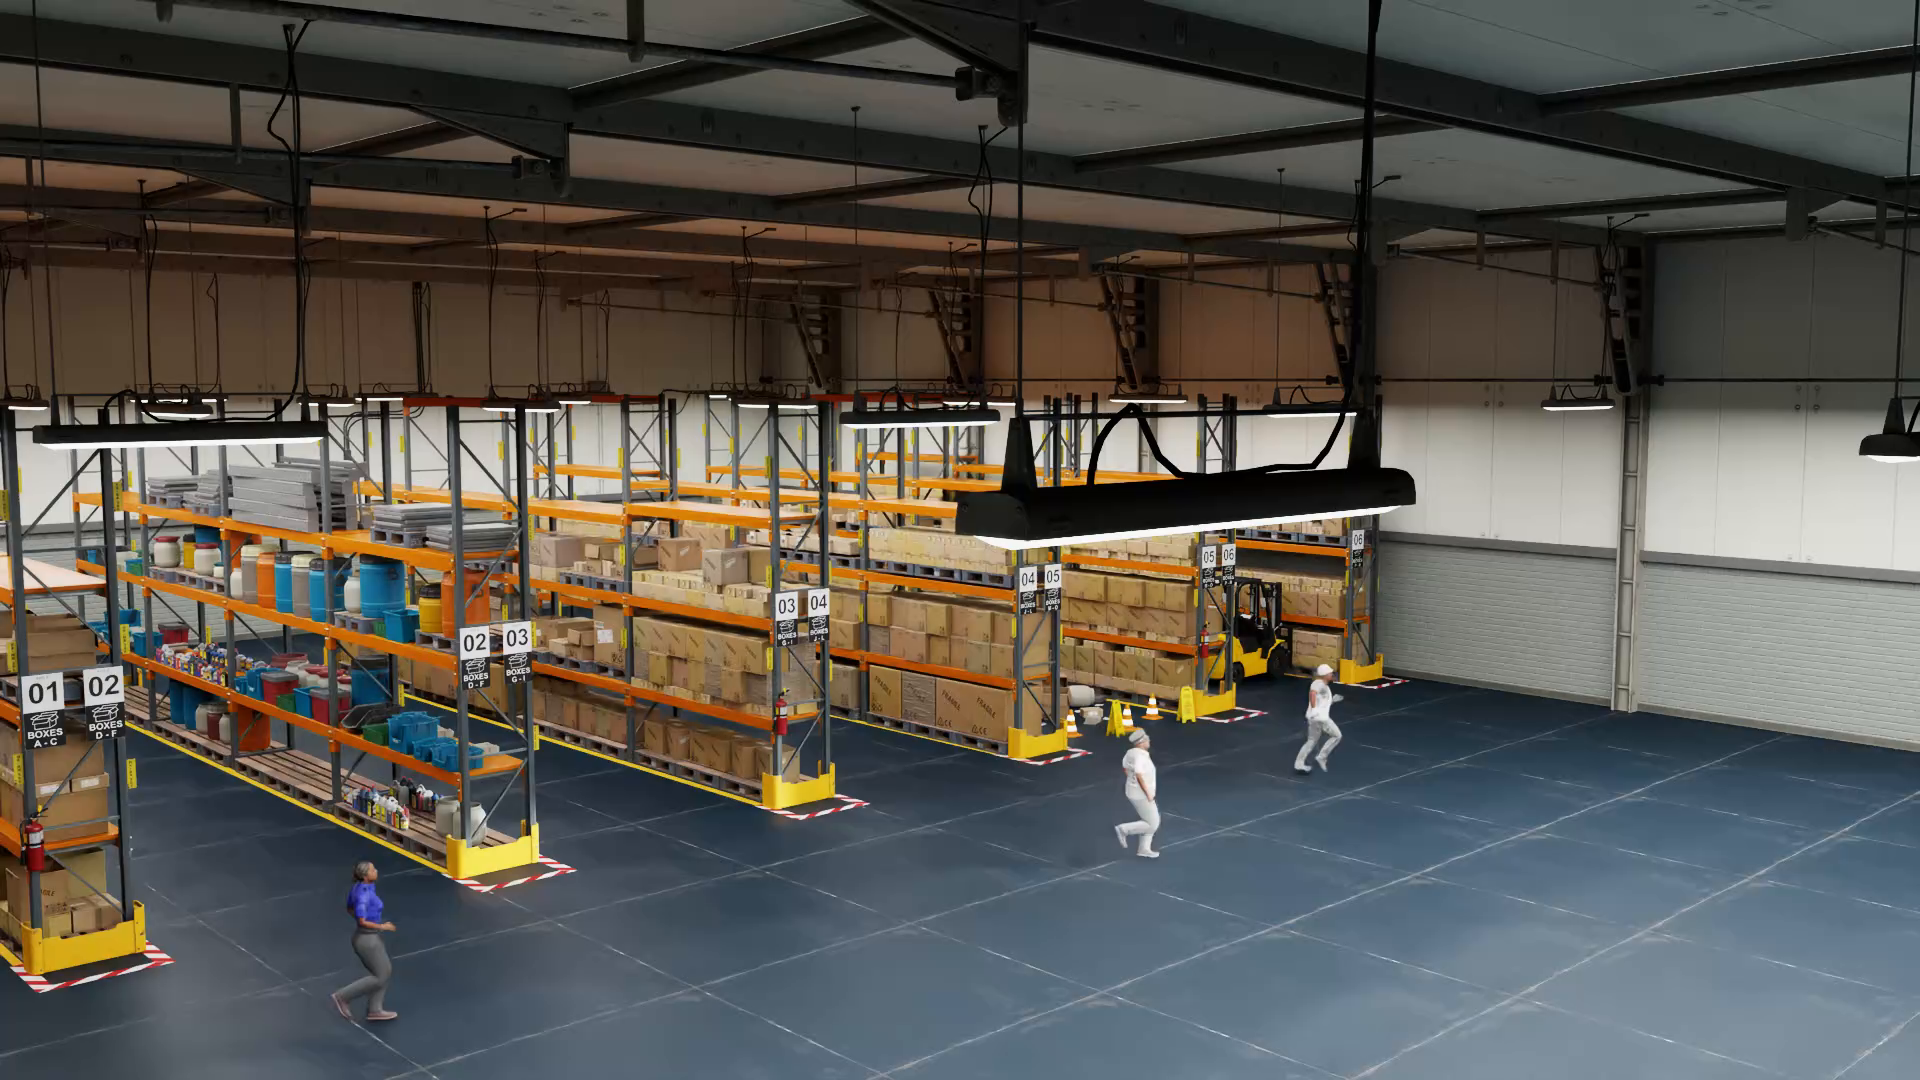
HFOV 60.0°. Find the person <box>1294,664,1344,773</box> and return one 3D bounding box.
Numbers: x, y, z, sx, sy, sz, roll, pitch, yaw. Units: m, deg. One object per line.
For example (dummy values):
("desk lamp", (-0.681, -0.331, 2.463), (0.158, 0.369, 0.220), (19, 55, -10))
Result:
("person", (5.774, 2.867, 26.661), (0.817, 1.753, 0.718), (0, 6, -3))

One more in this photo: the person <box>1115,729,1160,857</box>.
("person", (2.341, 3.355, 21.976), (0.660, 1.747, 0.683), (-1, 6, -10))

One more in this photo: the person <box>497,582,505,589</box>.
("person", (-11.137, 1.637, 40.074), (0.561, 1.639, 0.757), (-5, 7, -41))

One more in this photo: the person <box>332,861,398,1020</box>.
("person", (-5.871, 3.948, 16.352), (0.630, 1.611, 0.577), (-3, 6, -27))
